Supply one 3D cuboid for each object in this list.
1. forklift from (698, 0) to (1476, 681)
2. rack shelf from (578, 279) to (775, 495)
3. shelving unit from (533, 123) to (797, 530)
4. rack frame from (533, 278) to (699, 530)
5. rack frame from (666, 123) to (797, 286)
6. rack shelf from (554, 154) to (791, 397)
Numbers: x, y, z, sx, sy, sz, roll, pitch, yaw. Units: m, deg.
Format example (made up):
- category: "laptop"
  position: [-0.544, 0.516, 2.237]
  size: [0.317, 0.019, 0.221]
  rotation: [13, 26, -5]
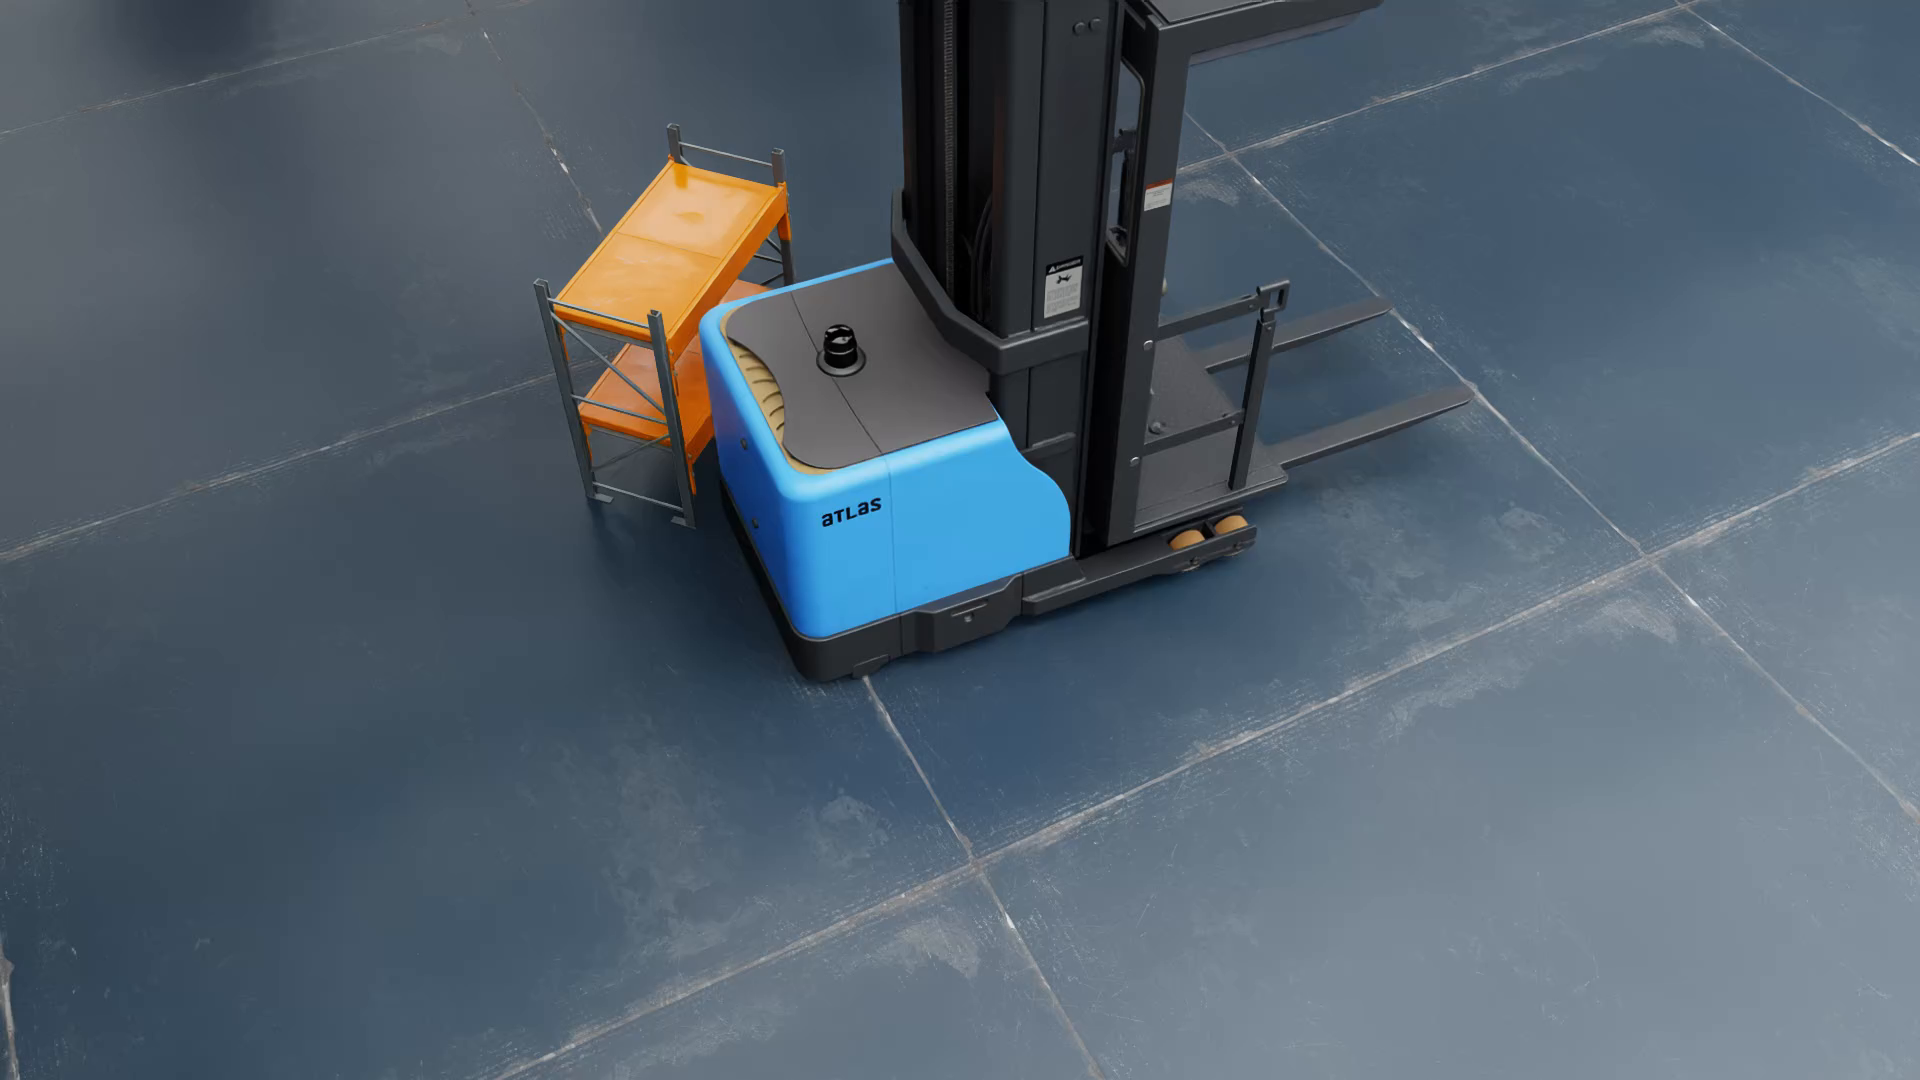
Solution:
- category: "forklift"
  position: [0.614, -1.192, 5.738]
  size: [3.031, 2.935, 1.130]
  rotation: [-18, 51, -15]
- category: "rack shelf"
  position: [-1.106, -0.687, 6.821]
  size: [0.538, 0.278, 1.000]
  rotation: [16, 51, 14]
- category: "shelving unit"
  position: [-1.106, -0.848, 6.637]
  size: [0.538, 1.125, 1.048]
  rotation: [16, 51, 14]
- category: "rack frame"
  position: [-1.289, -0.491, 6.325]
  size: [0.500, 1.125, 0.032]
  rotation: [16, 51, 14]
- category: "rack frame"
  position: [-0.923, -1.205, 6.949]
  size: [0.500, 1.125, 0.032]
  rotation: [16, 51, 14]
- category: "rack shelf"
  position: [-1.106, -1.040, 6.416]
  size: [0.538, 0.278, 1.000]
  rotation: [16, 51, 14]
